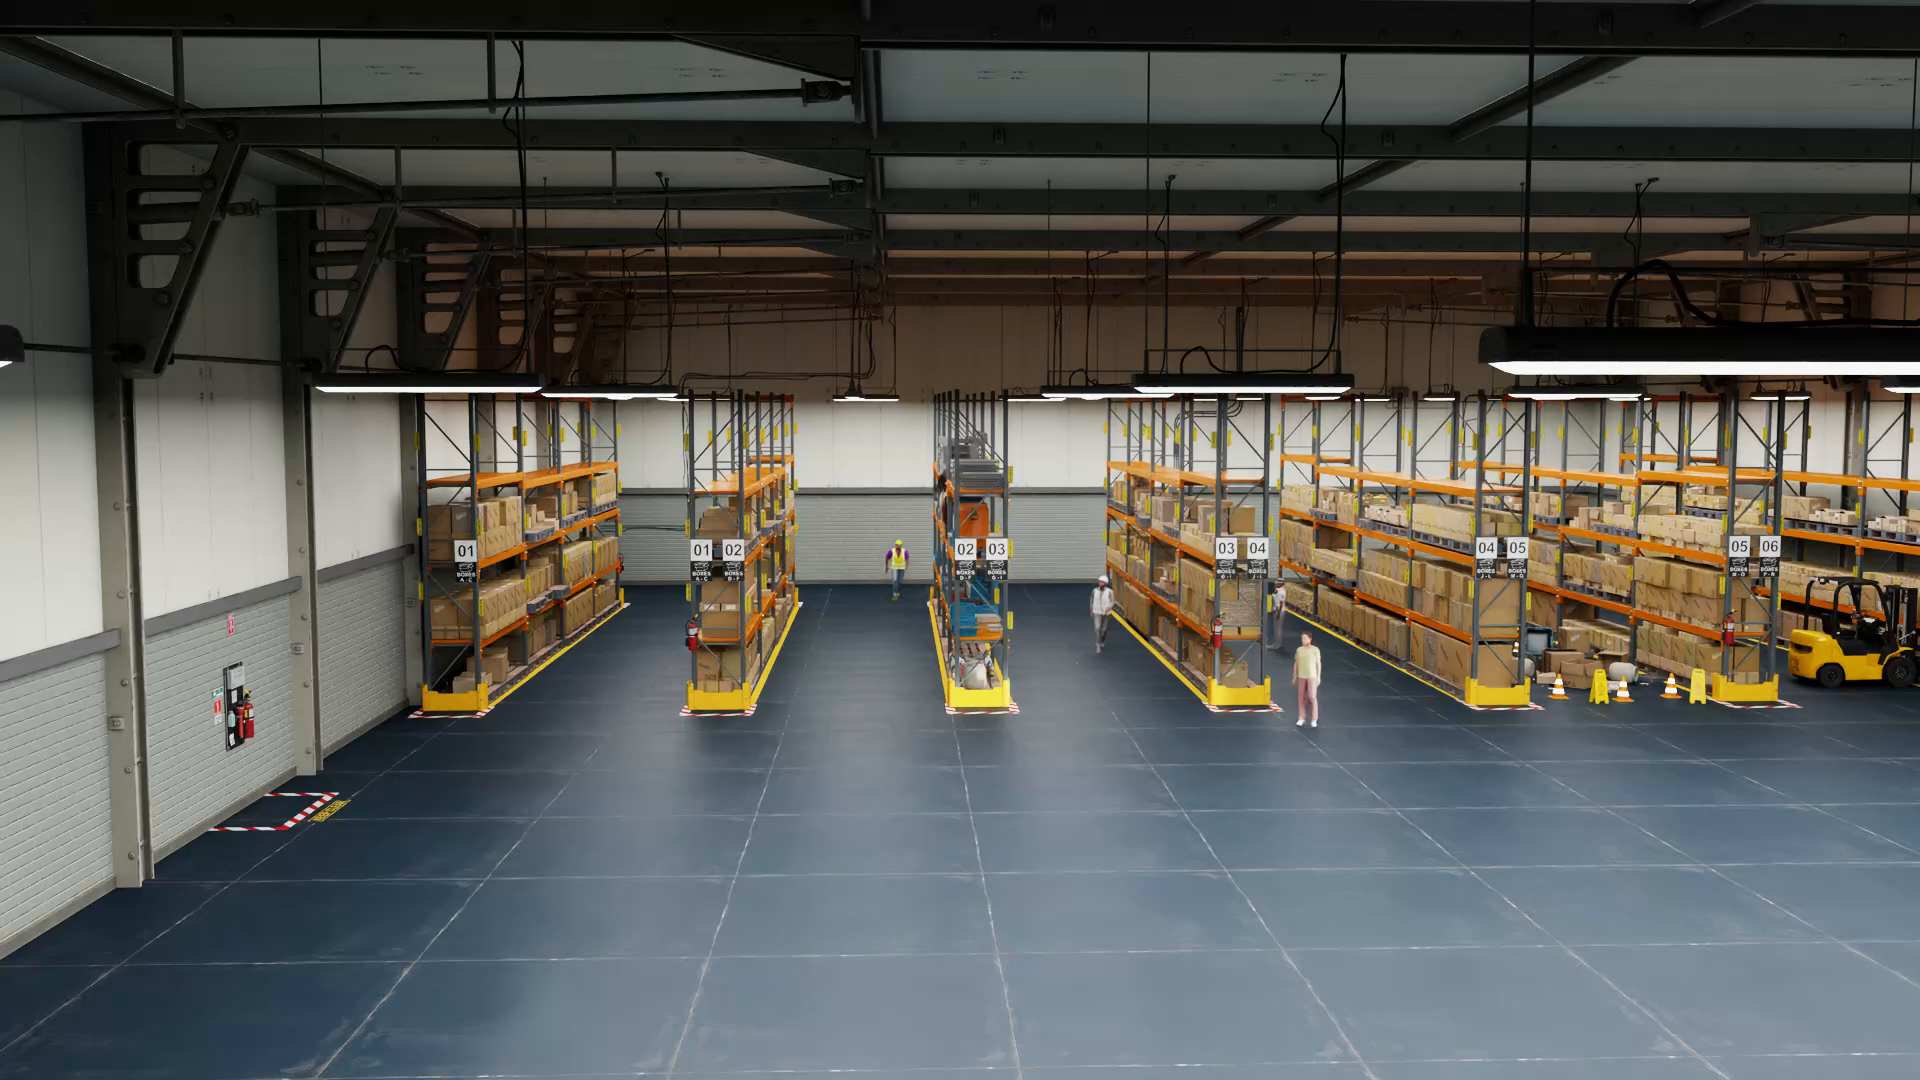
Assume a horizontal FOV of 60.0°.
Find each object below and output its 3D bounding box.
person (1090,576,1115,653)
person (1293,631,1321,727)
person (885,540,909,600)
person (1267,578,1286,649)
[{"bbox_3d":[3.327,1.716,38.758,0.533,1.775,0.940,0,5,-2],"label":"person"},{"bbox_3d":[6.172,2.486,29.658,0.479,1.679,0.383,3,5,32],"label":"person"},{"bbox_3d":[-1.848,0.889,49.011,0.676,1.788,0.893,-1,5,-7],"label":"person"},{"bbox_3d":[7.419,1.721,38.973,0.413,1.670,0.529,1,5,6],"label":"person"}]
